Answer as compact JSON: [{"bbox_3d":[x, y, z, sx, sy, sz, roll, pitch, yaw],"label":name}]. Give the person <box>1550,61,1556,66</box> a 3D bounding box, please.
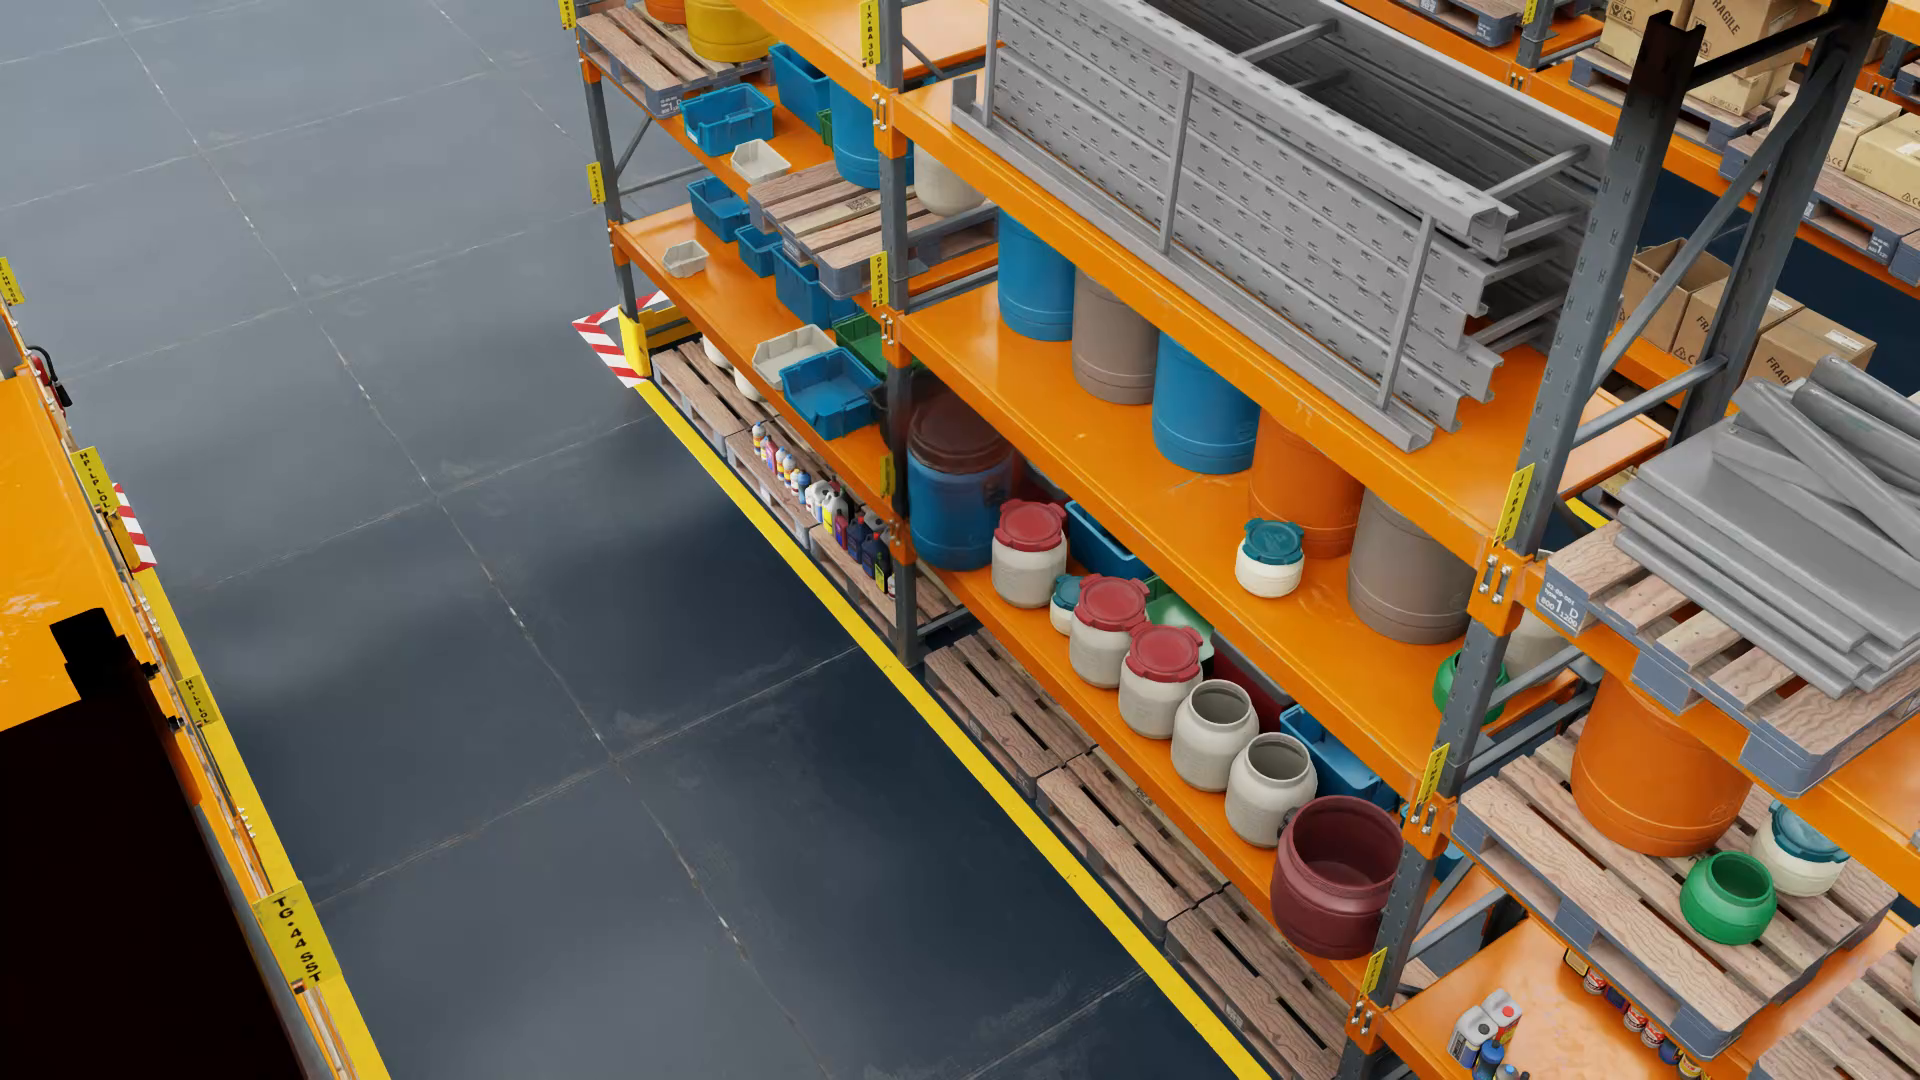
[{"bbox_3d":[-3.746,0.509,9.758,11.551,1.915,19.769,17,45,17],"label":"person"}]
